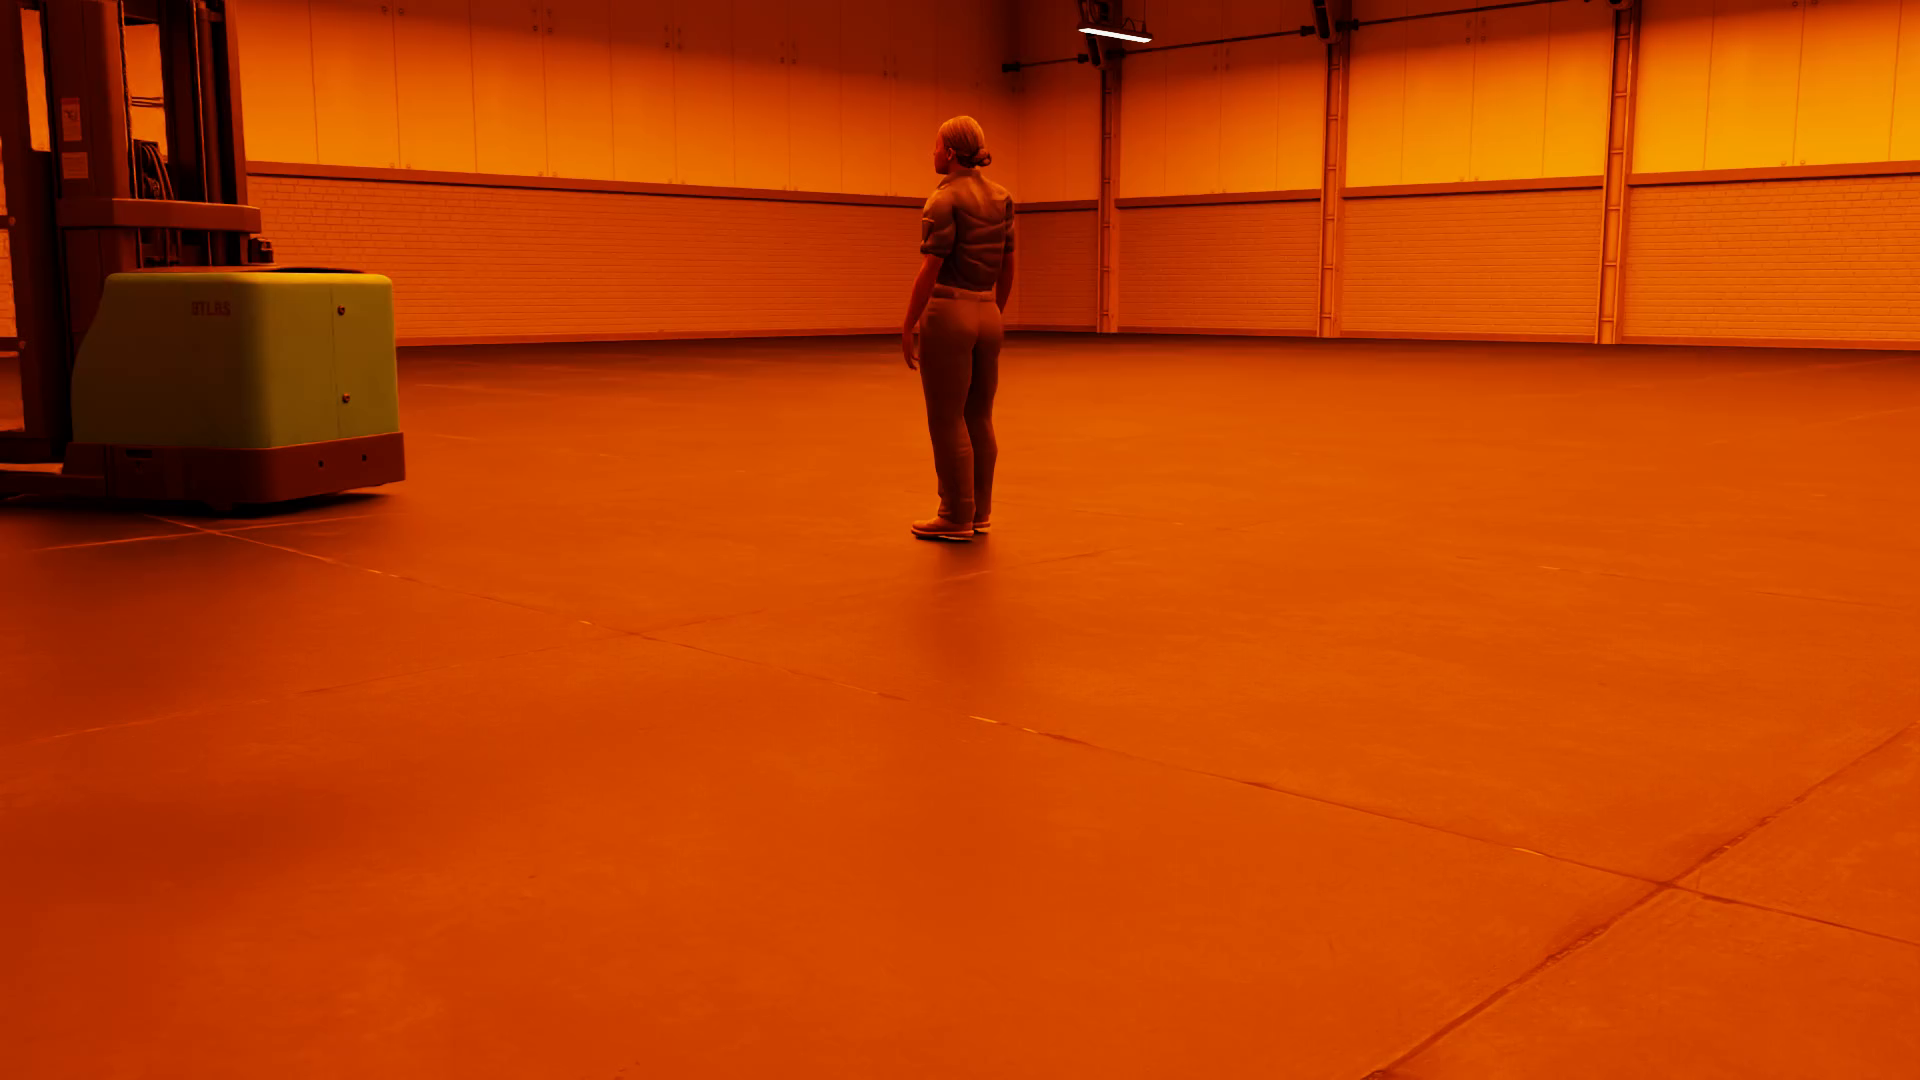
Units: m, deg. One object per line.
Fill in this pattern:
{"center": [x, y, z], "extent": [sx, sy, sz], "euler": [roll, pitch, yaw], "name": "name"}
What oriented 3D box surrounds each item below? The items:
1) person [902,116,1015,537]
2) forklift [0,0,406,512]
{"center": [-0.049, -0.837, 6.668], "extent": [0.503, 1.656, 0.569], "euler": [8, 12, 43], "name": "person"}
{"center": [-4.306, -1.680, 8.031], "extent": [3.031, 2.935, 1.130], "euler": [3, 9, 19], "name": "forklift"}
